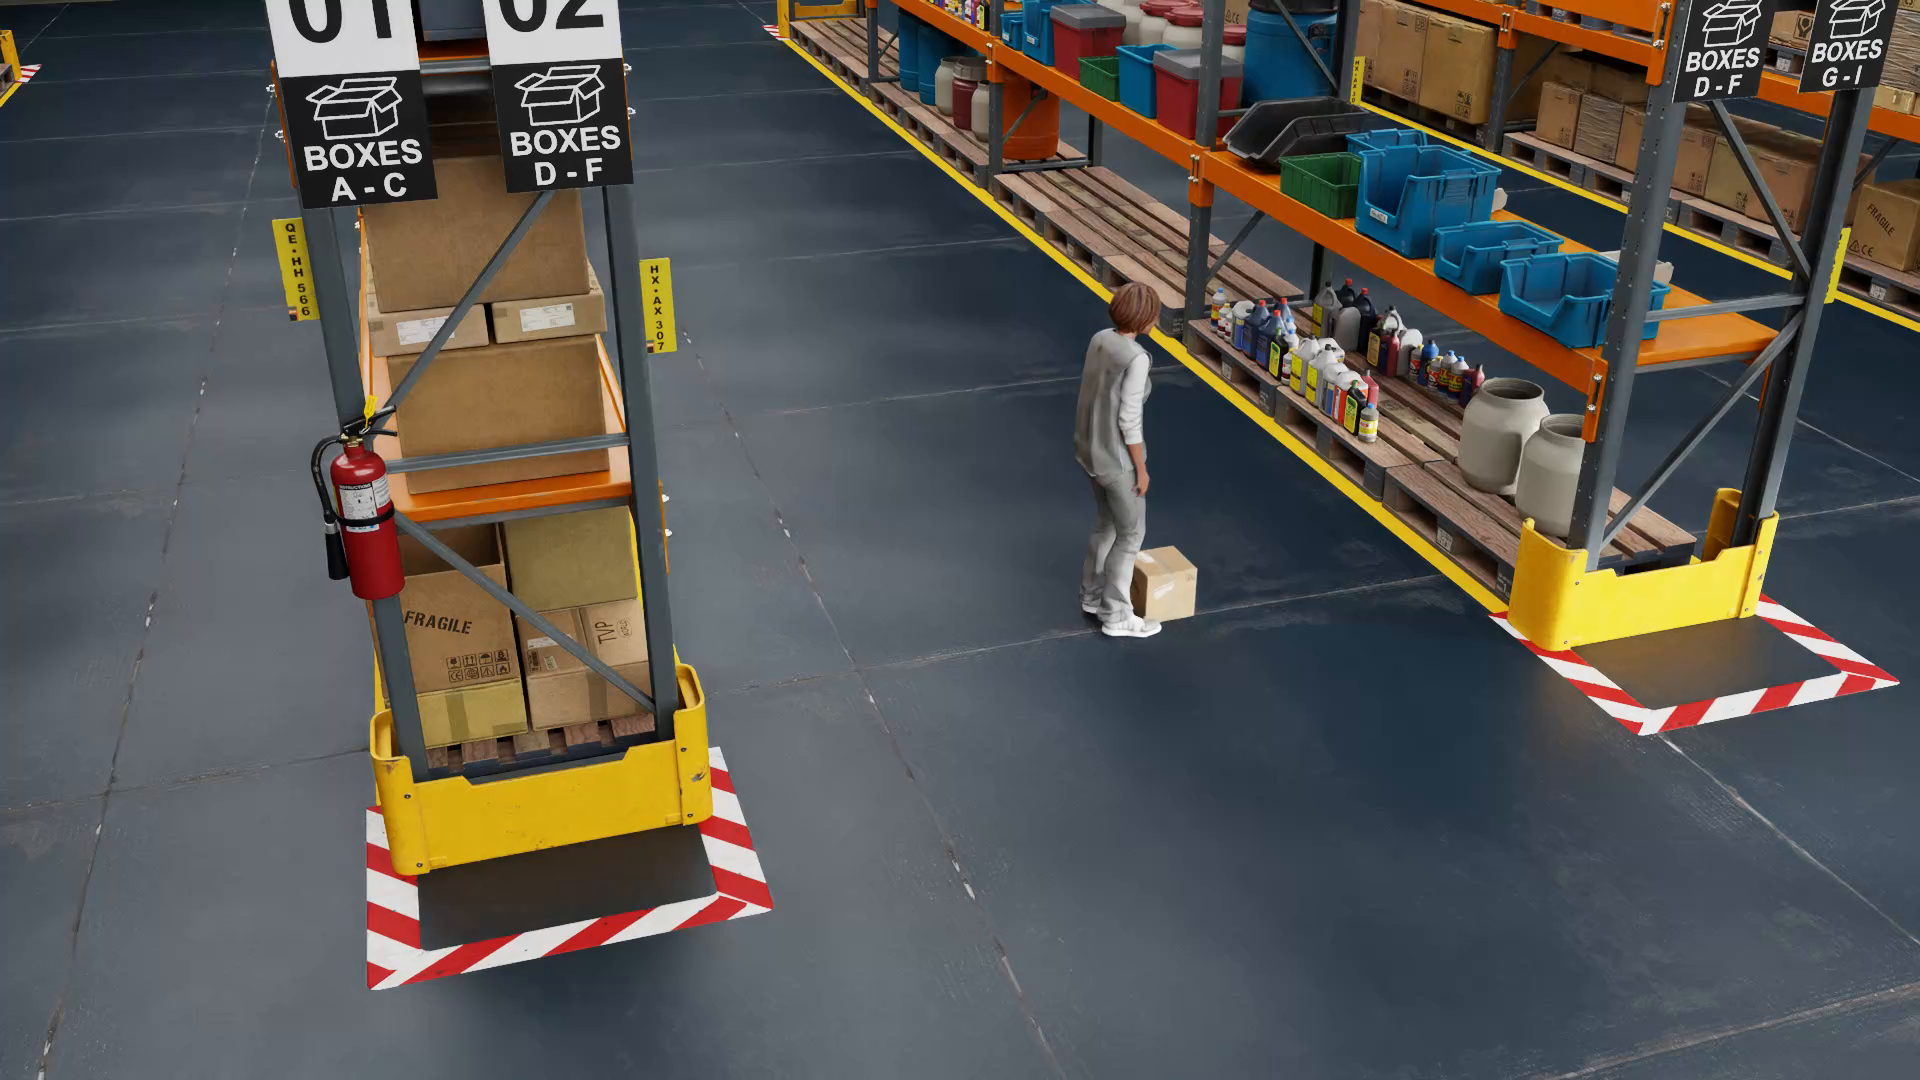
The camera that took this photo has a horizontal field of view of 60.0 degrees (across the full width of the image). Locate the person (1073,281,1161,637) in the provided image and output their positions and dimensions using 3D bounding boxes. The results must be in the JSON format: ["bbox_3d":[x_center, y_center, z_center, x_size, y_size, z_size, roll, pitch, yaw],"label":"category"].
[{"bbox_3d":[0.692,-0.352,7.330,0.347,1.590,0.472,-10,28,-18],"label":"person"}]
